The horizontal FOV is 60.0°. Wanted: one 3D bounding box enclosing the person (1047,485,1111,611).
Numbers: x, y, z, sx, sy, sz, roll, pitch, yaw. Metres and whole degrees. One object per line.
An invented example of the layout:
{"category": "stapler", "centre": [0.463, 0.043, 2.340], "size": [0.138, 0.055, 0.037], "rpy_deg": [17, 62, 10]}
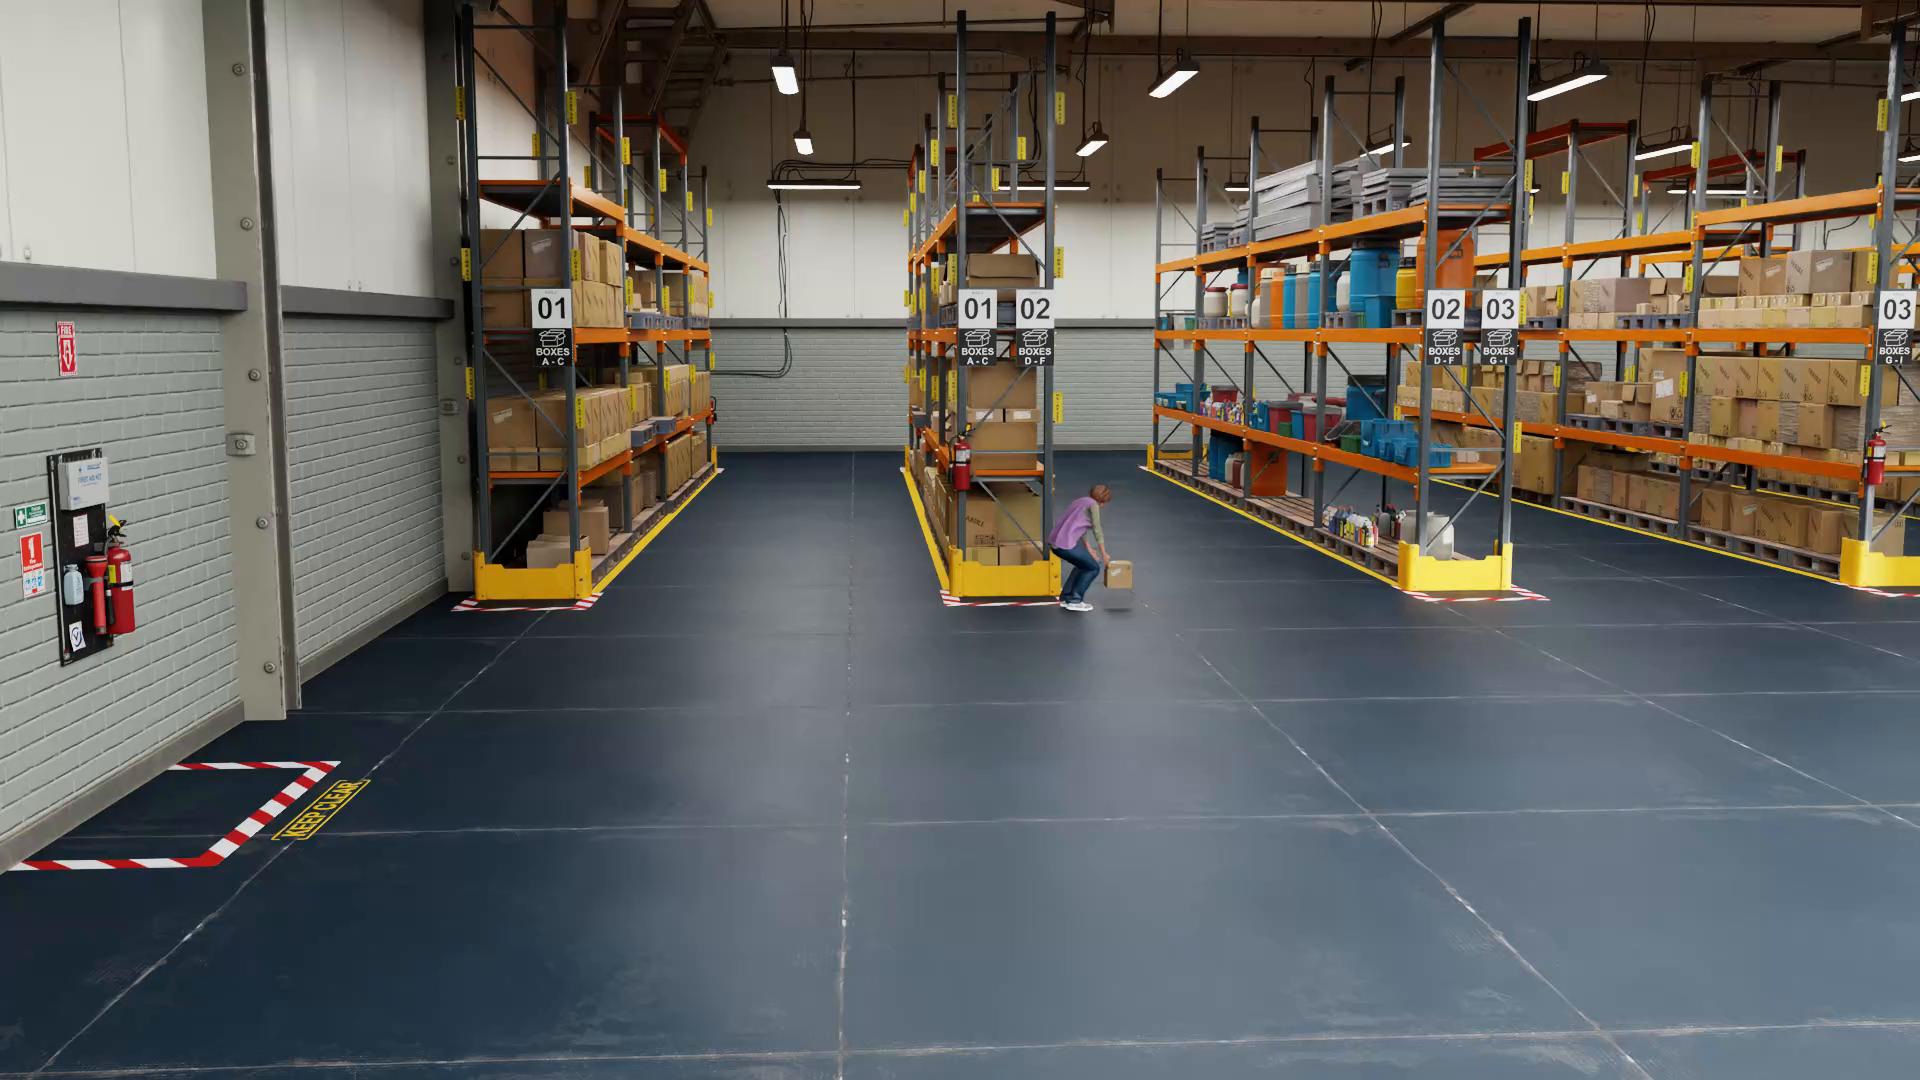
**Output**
{"category": "person", "centre": [1.197, 0.072, 16.676], "size": [0.685, 1.245, 0.463], "rpy_deg": [-3, 8, -20]}
